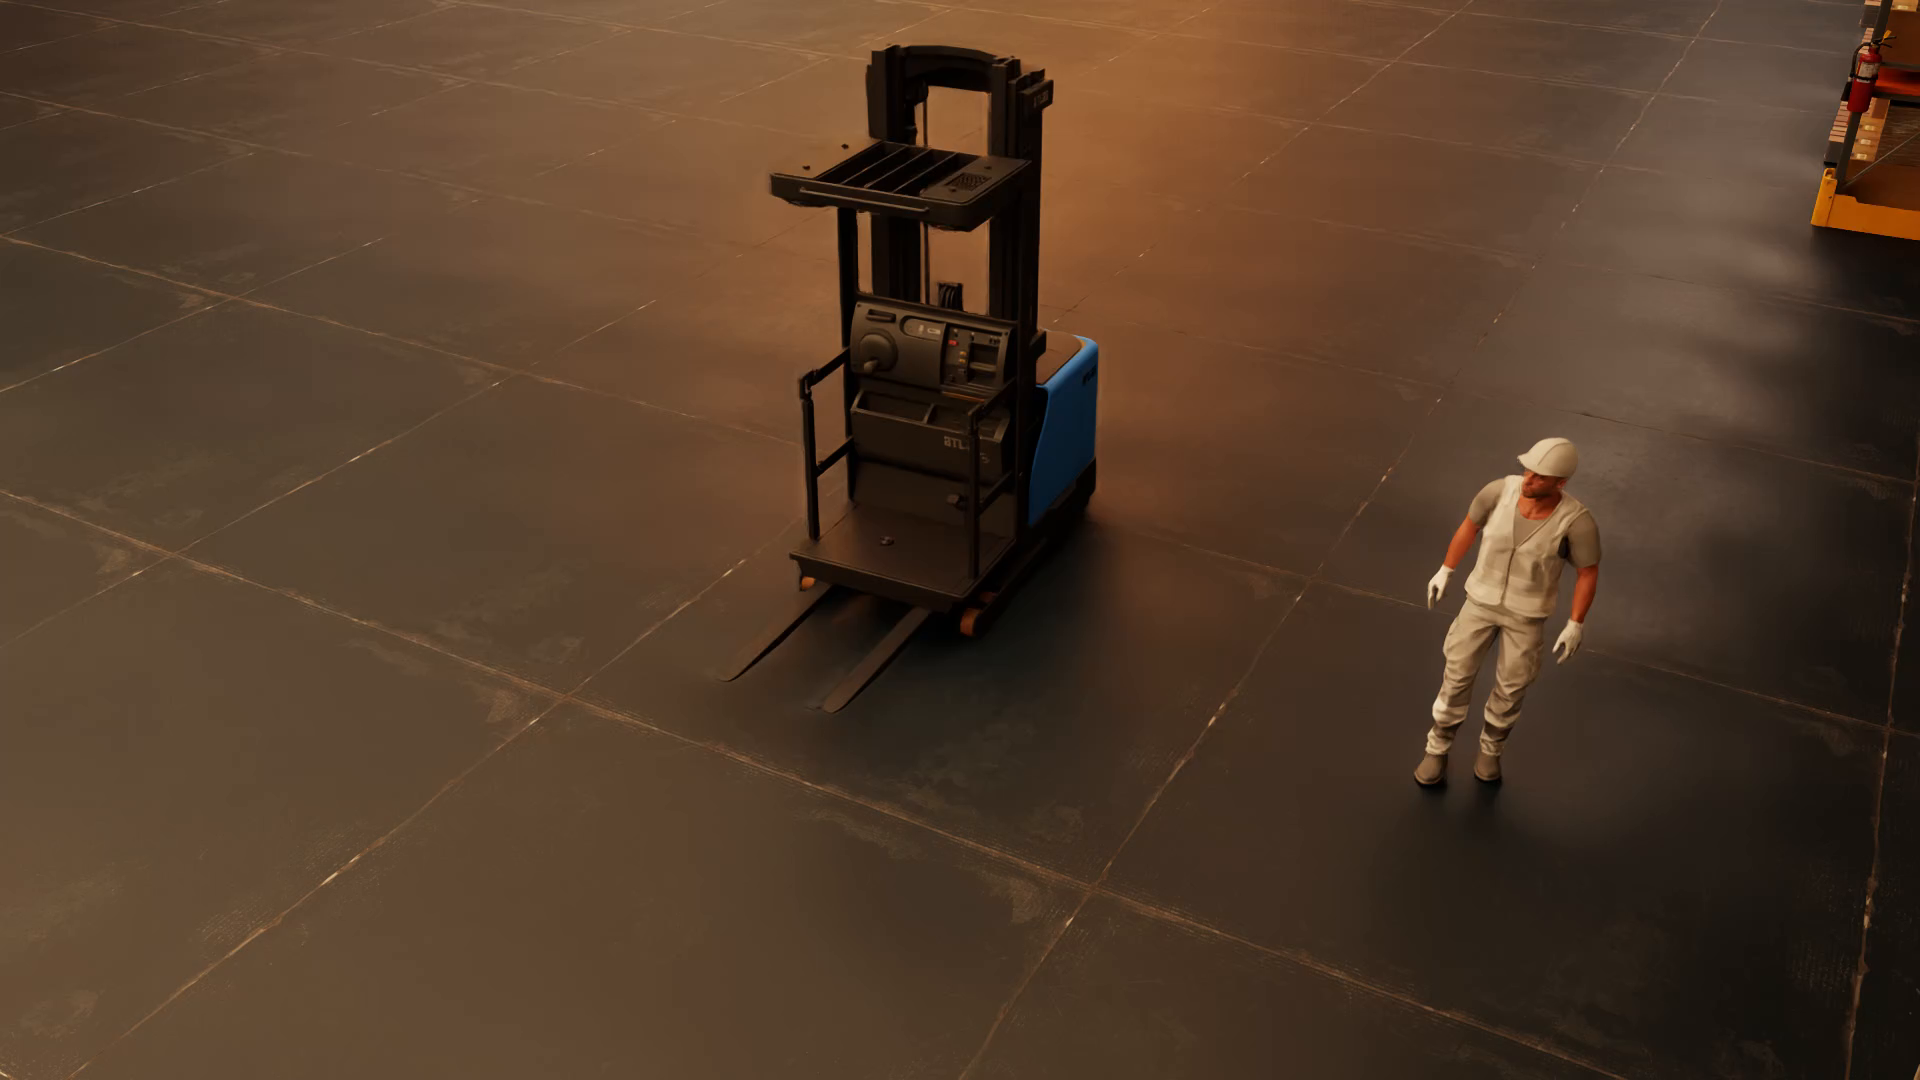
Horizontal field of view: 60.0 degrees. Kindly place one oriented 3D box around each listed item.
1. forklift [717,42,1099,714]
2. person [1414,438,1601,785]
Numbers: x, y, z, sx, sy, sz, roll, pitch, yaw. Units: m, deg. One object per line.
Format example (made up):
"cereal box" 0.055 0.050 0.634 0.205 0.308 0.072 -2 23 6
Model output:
"forklift" -0.256 -0.986 8.779 1.130 2.935 3.031 14 33 22
"person" 2.479 0.345 7.619 0.723 1.787 0.529 17 34 27
